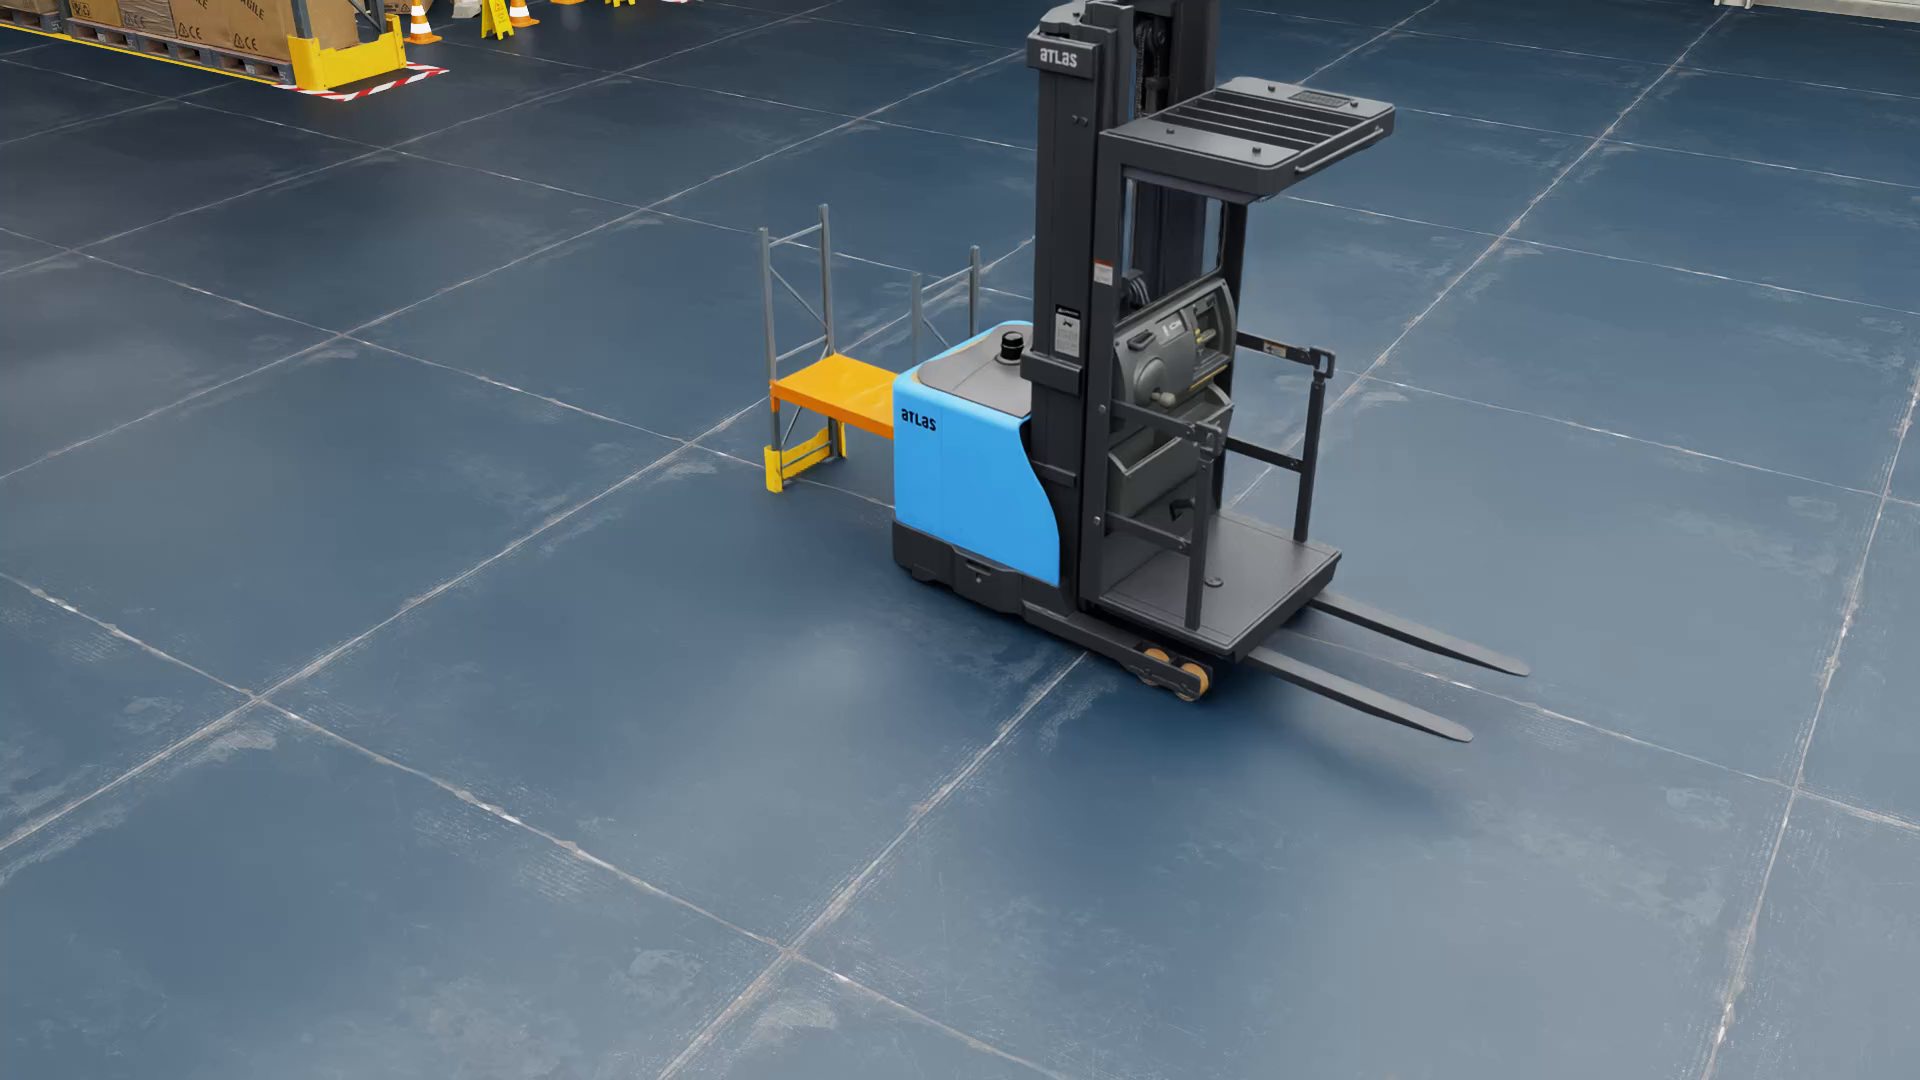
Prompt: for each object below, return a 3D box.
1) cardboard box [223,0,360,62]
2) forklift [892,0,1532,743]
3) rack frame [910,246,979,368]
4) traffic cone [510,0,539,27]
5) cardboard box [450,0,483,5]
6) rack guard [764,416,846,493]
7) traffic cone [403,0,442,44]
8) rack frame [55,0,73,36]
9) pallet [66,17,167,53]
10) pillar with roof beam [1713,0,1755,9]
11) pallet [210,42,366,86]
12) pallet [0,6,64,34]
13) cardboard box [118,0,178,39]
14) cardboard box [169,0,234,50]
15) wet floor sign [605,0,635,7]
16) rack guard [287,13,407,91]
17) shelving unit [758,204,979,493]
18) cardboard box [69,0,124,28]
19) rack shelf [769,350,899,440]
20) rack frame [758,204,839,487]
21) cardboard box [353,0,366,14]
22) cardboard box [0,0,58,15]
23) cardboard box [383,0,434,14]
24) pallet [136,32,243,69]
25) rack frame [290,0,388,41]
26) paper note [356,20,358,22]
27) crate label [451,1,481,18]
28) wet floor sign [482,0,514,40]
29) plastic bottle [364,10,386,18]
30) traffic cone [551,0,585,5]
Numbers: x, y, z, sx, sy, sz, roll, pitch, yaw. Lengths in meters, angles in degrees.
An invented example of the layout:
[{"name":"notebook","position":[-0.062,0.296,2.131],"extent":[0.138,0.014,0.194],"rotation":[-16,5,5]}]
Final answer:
[{"name":"cardboard box","position":[-6.748,-5.394,16.711],"extent":[0.875,0.875,0.875],"rotation":[18,35,28]},{"name":"forklift","position":[1.127,-0.843,7.286],"extent":[3.031,2.935,1.130],"rotation":[22,37,33]},{"name":"rack frame","position":[-0.071,-0.716,8.490],"extent":[0.032,1.500,0.500],"rotation":[22,37,33]},{"name":"traffic cone","position":[-4.945,-6.021,18.611],"extent":[0.334,0.463,0.336],"rotation":[18,35,27]},{"name":"cardboard box","position":[-5.776,-6.374,19.529],"extent":[0.380,0.149,0.250],"rotation":[-15,33,-24]},{"name":"rack guard","position":[-0.866,-0.495,9.350],"extent":[0.087,0.250,0.587],"rotation":[22,37,33]},{"name":"traffic cone","position":[-5.833,-5.630,17.941],"extent":[0.334,0.463,0.336],"rotation":[18,35,27]},{"name":"rack frame","position":[-9.526,-7.049,17.855],"extent":[0.127,3.000,1.000],"rotation":[18,35,27]},{"name":"pallet","position":[-8.924,-5.607,18.152],"extent":[1.213,0.211,1.003],"rotation":[18,35,27]},{"name":"pillar with roof beam","position":[6.808,-8.347,14.127],"extent":[0.400,9.000,9.100],"rotation":[18,35,27]},{"name":"pallet","position":[-6.857,-4.953,17.031],"extent":[1.213,0.211,1.003],"rotation":[18,35,27]},{"name":"pallet","position":[-10.220,-6.019,18.857],"extent":[1.213,0.211,1.003],"rotation":[18,35,27]},{"name":"cardboard box","position":[-8.265,-5.874,17.534],"extent":[0.875,0.875,0.875],"rotation":[18,35,28]},{"name":"cardboard box","position":[-7.494,-5.629,17.114],"extent":[0.875,0.875,0.875],"rotation":[17,34,27]},{"name":"wet floor sign","position":[-4.000,-6.592,19.410],"extent":[0.267,0.644,0.232],"rotation":[-21,36,-32]},{"name":"rack guard","position":[-6.118,-4.891,16.638],"extent":[0.348,0.500,1.175],"rotation":[18,35,27]},{"name":"shelving unit","position":[-0.476,-0.879,8.768],"extent":[1.083,1.500,0.587],"rotation":[22,37,33]},{"name":"cardboard box","position":[-9.031,-6.114,17.945],"extent":[0.875,0.875,0.875],"rotation":[18,35,28]},{"name":"rack shelf","position":[-0.469,-0.720,8.854],"extent":[1.000,0.185,0.538],"rotation":[22,37,33]},{"name":"rack frame","position":[-0.867,-1.035,9.036],"extent":[0.032,1.500,0.500],"rotation":[22,37,33]},{"name":"cardboard box","position":[-7.091,-6.193,19.103],"extent":[0.258,0.266,0.396],"rotation":[24,38,35]},{"name":"cardboard box","position":[-10.100,-6.386,18.536],"extent":[0.750,0.750,1.050],"rotation":[17,34,27]},{"name":"cardboard box","position":[-6.426,-6.429,19.270],"extent":[0.637,0.503,0.797],"rotation":[-4,30,-7]},{"name":"pallet","position":[-7.886,-5.281,17.592],"extent":[1.213,0.211,1.003],"rotation":[18,35,27]},{"name":"rack frame","position":[-6.138,-5.977,16.019],"extent":[0.127,3.000,1.000],"rotation":[18,35,27]},{"name":"paper note","position":[-6.837,-5.870,18.803],"extent":[0.032,0.001,0.123],"rotation":[-15,33,-24]},{"name":"crate label","position":[-5.643,-6.064,19.009],"extent":[0.298,0.136,0.250],"rotation":[1,30,2]},{"name":"wet floor sign","position":[-5.061,-5.797,18.047],"extent":[0.232,0.644,0.267],"rotation":[12,32,19]},{"name":"plastic bottle","position":[-6.702,-5.994,18.963],"extent":[0.283,0.061,0.133],"rotation":[6,31,10]},{"name":"traffic cone","position":[-4.642,-6.586,19.579],"extent":[0.334,0.463,0.336],"rotation":[18,35,27]}]
